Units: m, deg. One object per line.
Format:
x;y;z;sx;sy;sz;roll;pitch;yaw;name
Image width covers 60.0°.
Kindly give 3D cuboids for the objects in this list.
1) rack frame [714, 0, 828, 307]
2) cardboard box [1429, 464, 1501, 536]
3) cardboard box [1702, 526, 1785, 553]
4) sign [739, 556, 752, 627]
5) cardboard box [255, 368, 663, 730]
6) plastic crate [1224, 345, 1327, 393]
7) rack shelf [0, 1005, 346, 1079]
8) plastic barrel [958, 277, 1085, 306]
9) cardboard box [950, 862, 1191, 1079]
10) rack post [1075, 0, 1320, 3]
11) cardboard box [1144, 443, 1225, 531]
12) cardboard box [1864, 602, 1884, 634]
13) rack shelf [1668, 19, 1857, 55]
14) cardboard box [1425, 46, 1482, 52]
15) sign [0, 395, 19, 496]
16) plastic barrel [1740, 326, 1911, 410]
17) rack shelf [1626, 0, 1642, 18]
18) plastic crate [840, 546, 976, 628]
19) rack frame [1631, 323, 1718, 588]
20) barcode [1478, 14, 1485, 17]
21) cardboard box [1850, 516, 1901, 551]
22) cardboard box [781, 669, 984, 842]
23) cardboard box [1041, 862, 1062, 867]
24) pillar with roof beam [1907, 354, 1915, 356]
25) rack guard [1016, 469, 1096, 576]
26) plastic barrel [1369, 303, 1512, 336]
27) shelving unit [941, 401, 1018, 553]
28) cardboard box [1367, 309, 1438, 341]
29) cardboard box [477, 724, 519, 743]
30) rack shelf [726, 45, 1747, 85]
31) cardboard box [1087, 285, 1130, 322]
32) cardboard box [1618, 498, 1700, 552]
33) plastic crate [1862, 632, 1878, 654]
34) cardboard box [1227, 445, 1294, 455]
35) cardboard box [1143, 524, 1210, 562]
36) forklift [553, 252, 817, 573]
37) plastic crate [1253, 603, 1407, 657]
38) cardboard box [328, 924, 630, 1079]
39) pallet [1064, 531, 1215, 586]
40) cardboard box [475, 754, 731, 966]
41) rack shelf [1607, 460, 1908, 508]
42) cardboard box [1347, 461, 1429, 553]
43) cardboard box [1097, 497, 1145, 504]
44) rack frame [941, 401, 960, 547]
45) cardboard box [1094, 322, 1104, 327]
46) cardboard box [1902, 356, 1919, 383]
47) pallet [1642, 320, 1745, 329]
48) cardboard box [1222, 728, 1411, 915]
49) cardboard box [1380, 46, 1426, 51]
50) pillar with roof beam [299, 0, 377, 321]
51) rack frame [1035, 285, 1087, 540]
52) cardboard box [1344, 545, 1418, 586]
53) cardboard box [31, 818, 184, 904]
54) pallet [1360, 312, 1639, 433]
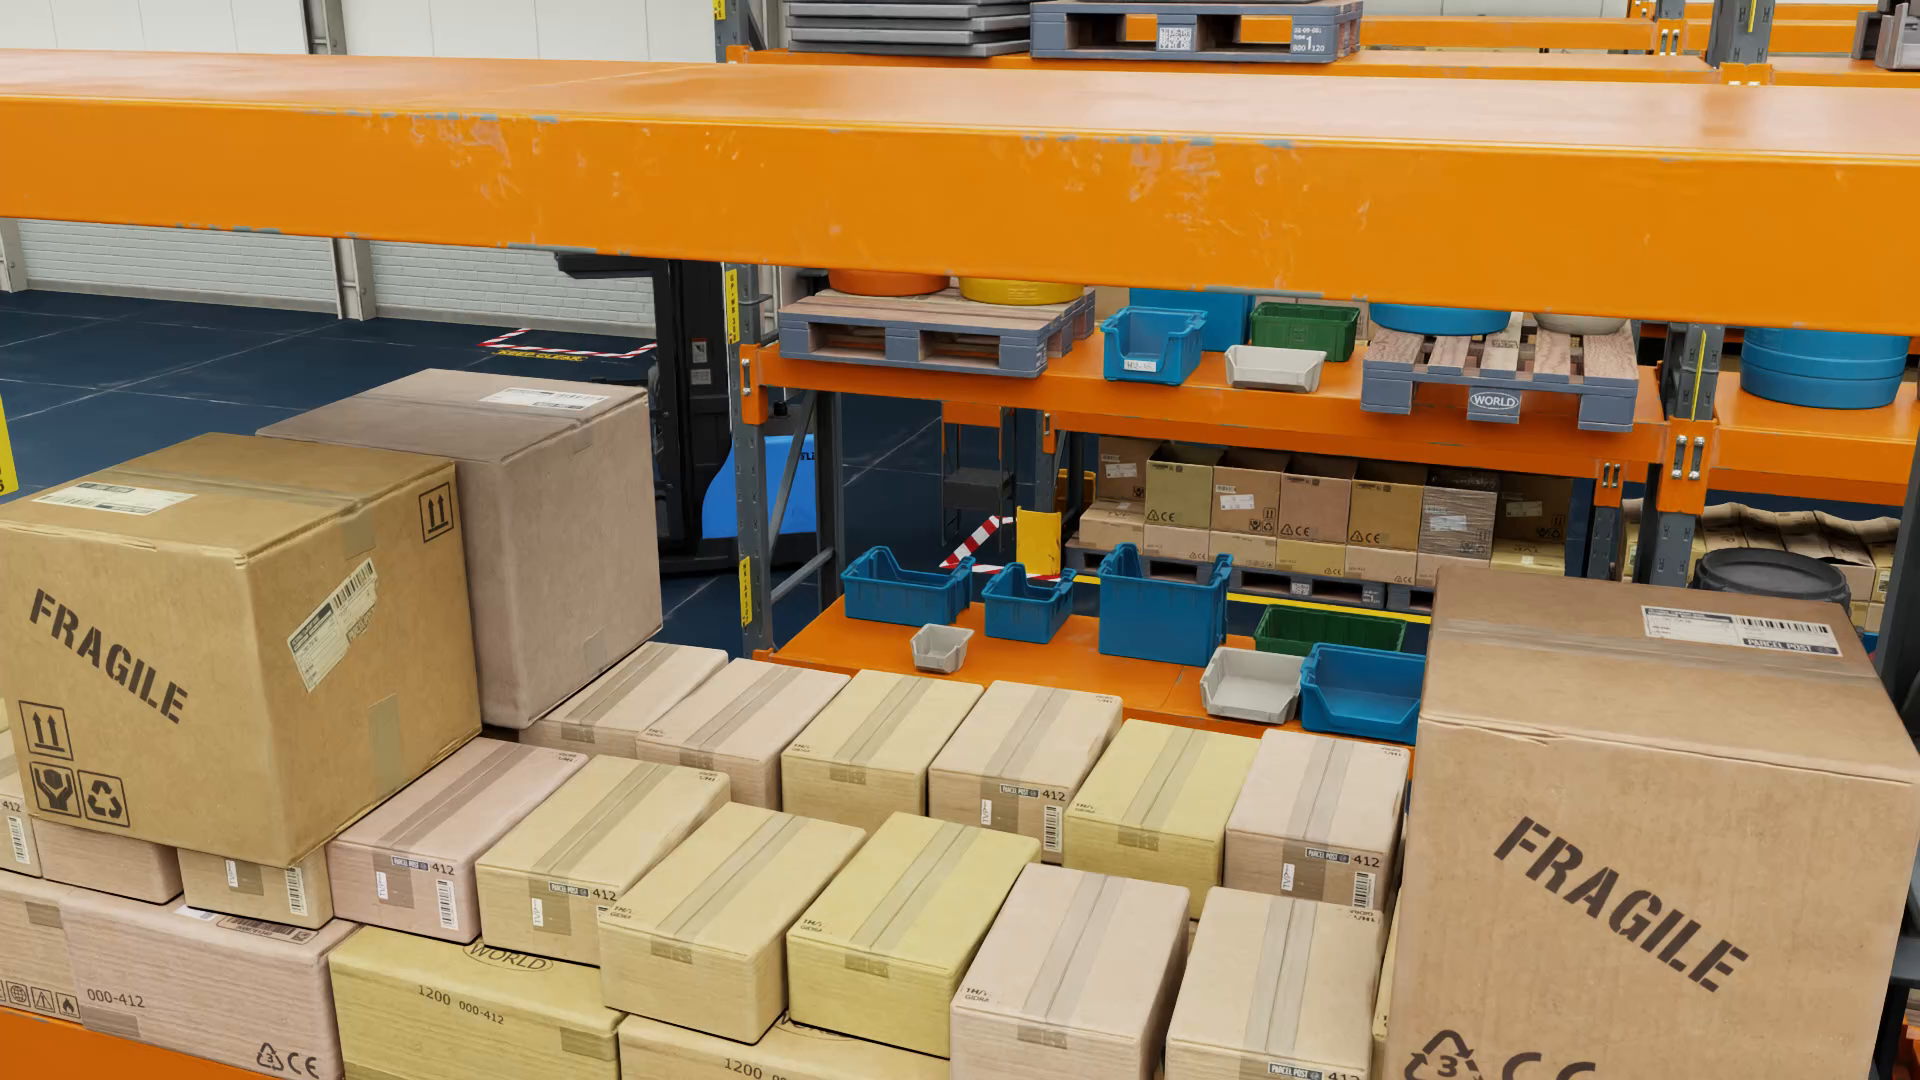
-0.833;-2.627;7.440;0.127;3.000;1.000;7;20;18;rack frame
3.764;-0.354;12.436;0.500;0.500;0.500;7;20;18;cardboard box
5.354;0.112;11.386;0.500;0.311;0.500;6;20;17;cardboard box
-1.018;0.246;7.892;0.005;0.325;0.100;7;20;18;sign
-0.911;-0.005;3.113;0.500;0.500;0.500;7;20;18;cardboard box
1.297;-0.701;6.874;0.396;0.136;0.243;7;20;18;plastic crate
-0.569;0.886;3.014;4.000;0.370;1.077;7;20;18;rack shelf
0.285;-1.414;7.593;0.600;0.588;0.600;0;19;0;plastic barrel
0.161;0.620;2.306;0.250;0.149;0.380;6;20;16;cardboard box
1.007;-2.391;6.880;0.954;0.300;0.937;6;20;17;rack post
1.702;-0.407;12.587;0.500;0.500;0.500;7;20;18;cardboard box
6.327;0.485;11.166;0.500;0.250;0.500;7;20;19;cardboard box
6.464;-2.990;10.182;4.000;0.370;1.077;7;20;18;rack shelf
4.616;-4.466;15.573;0.500;0.500;0.500;6;20;16;cardboard box
-2.257;-0.259;3.859;0.005;0.325;0.100;7;20;18;sign
3.497;-1.027;6.648;0.708;0.901;0.600;7;20;18;plastic barrel
4.307;-5.150;15.776;4.000;0.370;1.077;7;20;18;rack shelf
-0.262;0.238;8.564;0.616;0.251;0.499;7;20;18;plastic crate
2.945;0.638;7.188;0.127;3.000;1.000;7;20;18;rack frame
5.025;-5.039;16.033;0.075;0.075;0.001;7;20;18;barcode
6.489;0.053;11.555;0.500;0.311;0.500;6;20;17;cardboard box
-0.130;0.384;2.981;0.250;0.149;0.380;6;20;17;cardboard box
0.012;0.592;2.992;0.500;0.250;0.500;6;20;16;cardboard box
7.618;-3.914;11.132;0.400;9.000;9.100;7;20;18;pillar with roof beam
0.773;-0.156;13.263;0.348;0.500;1.175;7;20;18;rack guard
2.040;-1.354;6.946;0.708;0.901;0.600;7;20;18;plastic barrel
0.156;-0.974;13.179;0.503;2.100;0.431;7;20;18;shelving unit
3.203;-1.716;11.818;0.500;0.500;0.700;7;20;18;cardboard box
-0.867;0.288;3.257;0.250;0.149;0.380;5;20;15;cardboard box
1.056;-1.882;7.004;4.000;0.370;1.077;7;20;18;rack shelf
1.283;-1.933;12.442;0.500;0.500;0.700;7;20;18;cardboard box
5.051;-0.111;12.026;0.500;0.311;0.500;7;20;18;cardboard box
4.089;0.668;7.126;0.575;0.384;0.392;7;20;18;plastic crate
2.350;-0.519;12.907;0.500;0.500;0.500;7;20;18;cardboard box
1.703;-0.053;12.712;0.500;0.250;0.500;7;20;18;cardboard box
-2.499;-1.239;12.677;3.031;2.935;1.130;-4;20;-10;forklift
1.756;0.504;7.895;0.662;0.188;0.450;7;20;18;plastic crate
-0.639;0.696;2.692;0.500;0.250;0.500;7;20;20;cardboard box
1.532;0.053;13.104;1.213;0.211;1.003;7;20;18;pallet
-0.554;0.502;2.644;0.250;0.149;0.380;6;20;16;cardboard box
6.464;-0.346;11.104;4.000;0.370;1.077;7;20;18;rack shelf
3.123;-0.248;12.131;0.500;0.500;0.500;7;20;18;cardboard box
1.400;-0.267;13.325;0.500;0.250;0.500;7;20;18;cardboard box
-0.074;-1.000;13.255;0.015;2.100;0.400;7;20;18;rack frame
1.096;-1.578;12.408;0.250;0.149;0.380;6;20;18;cardboard box
8.760;-1.534;15.410;0.500;0.250;0.500;7;20;19;cardboard box
6.871;-2.224;15.690;1.213;0.211;1.003;7;20;18;pallet
0.590;0.470;2.736;0.250;0.149;0.380;7;20;18;cardboard box
4.361;-4.682;16.191;0.500;0.500;0.500;6;20;18;cardboard box
-9.385;-5.858;16.710;0.400;9.000;9.100;7;20;18;pillar with roof beam
0.796;-1.333;12.844;0.127;3.000;1.000;7;20;18;rack frame
3.118;0.110;12.243;0.500;0.250;0.500;7;20;18;cardboard box
-1.320;0.440;2.821;0.250;0.149;0.380;6;20;18;cardboard box
2.232;-0.736;6.862;1.003;0.211;1.213;7;20;18;pallet
